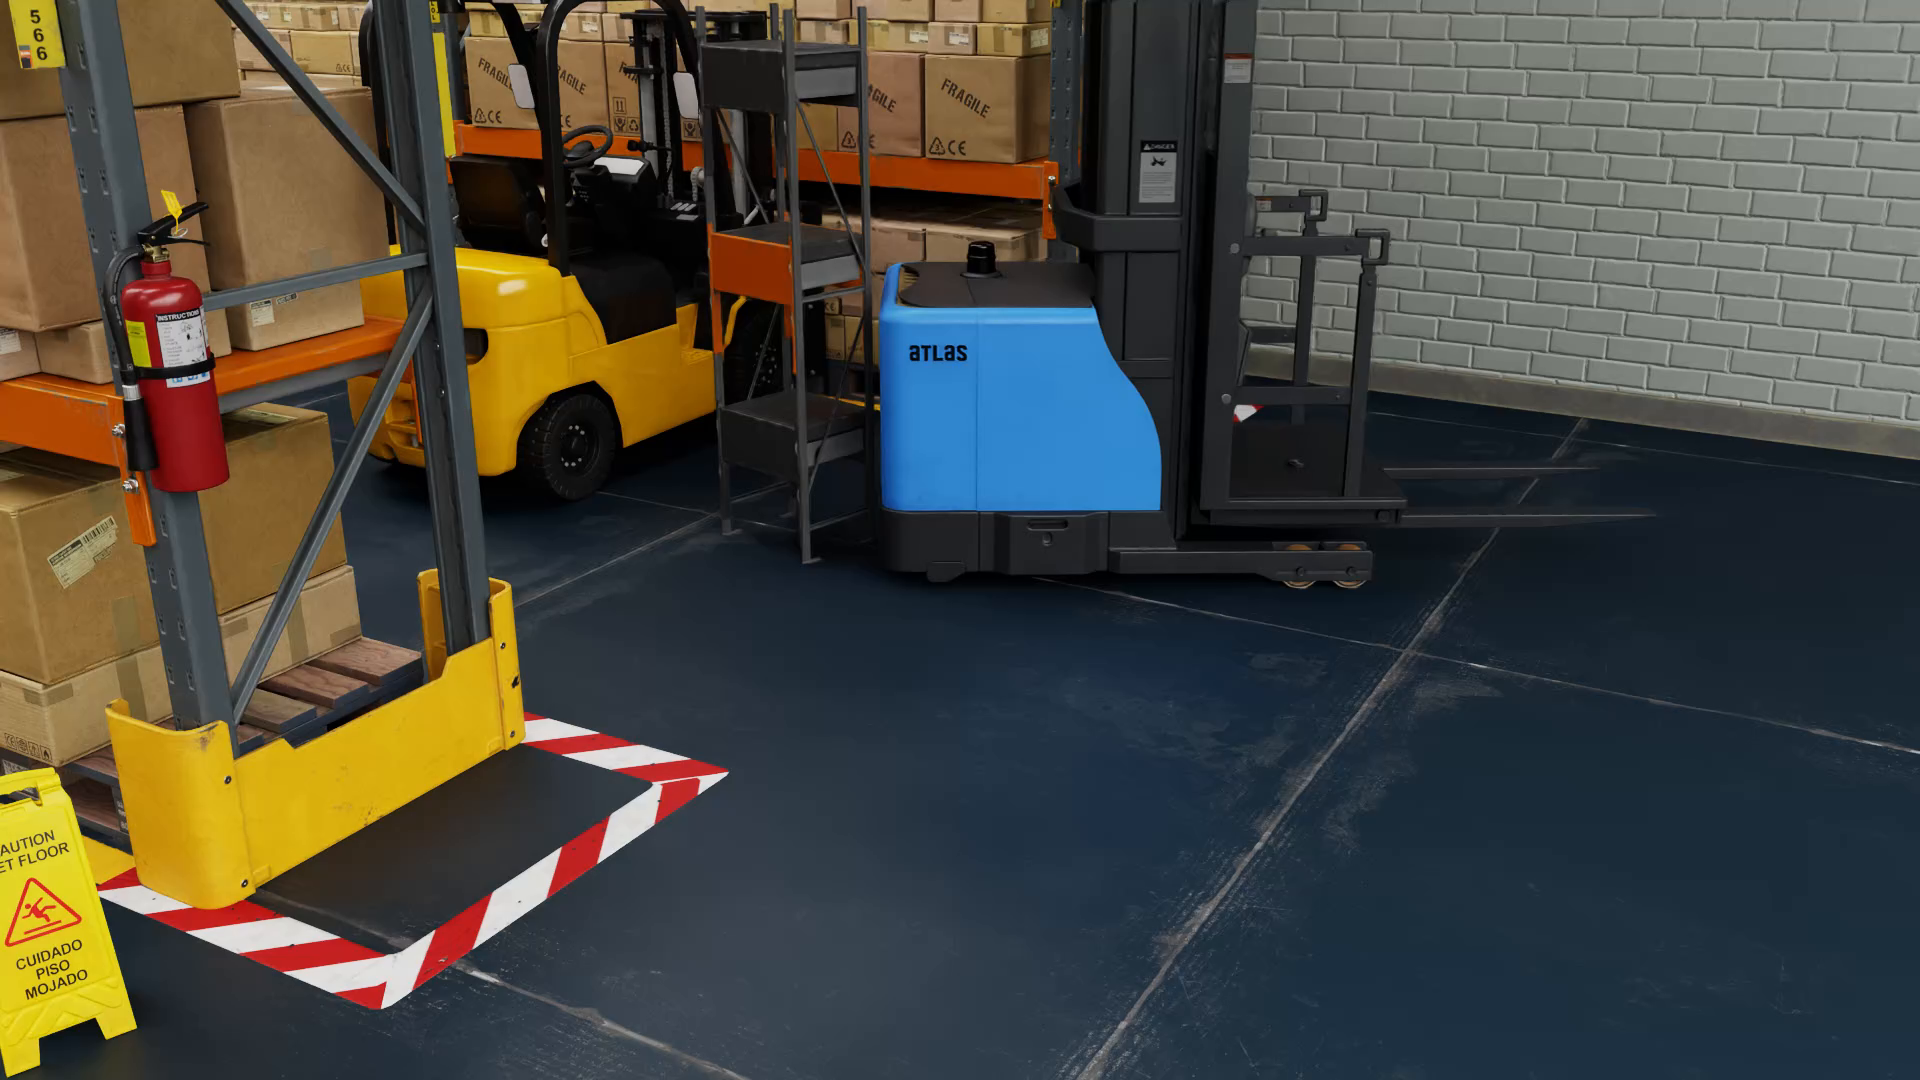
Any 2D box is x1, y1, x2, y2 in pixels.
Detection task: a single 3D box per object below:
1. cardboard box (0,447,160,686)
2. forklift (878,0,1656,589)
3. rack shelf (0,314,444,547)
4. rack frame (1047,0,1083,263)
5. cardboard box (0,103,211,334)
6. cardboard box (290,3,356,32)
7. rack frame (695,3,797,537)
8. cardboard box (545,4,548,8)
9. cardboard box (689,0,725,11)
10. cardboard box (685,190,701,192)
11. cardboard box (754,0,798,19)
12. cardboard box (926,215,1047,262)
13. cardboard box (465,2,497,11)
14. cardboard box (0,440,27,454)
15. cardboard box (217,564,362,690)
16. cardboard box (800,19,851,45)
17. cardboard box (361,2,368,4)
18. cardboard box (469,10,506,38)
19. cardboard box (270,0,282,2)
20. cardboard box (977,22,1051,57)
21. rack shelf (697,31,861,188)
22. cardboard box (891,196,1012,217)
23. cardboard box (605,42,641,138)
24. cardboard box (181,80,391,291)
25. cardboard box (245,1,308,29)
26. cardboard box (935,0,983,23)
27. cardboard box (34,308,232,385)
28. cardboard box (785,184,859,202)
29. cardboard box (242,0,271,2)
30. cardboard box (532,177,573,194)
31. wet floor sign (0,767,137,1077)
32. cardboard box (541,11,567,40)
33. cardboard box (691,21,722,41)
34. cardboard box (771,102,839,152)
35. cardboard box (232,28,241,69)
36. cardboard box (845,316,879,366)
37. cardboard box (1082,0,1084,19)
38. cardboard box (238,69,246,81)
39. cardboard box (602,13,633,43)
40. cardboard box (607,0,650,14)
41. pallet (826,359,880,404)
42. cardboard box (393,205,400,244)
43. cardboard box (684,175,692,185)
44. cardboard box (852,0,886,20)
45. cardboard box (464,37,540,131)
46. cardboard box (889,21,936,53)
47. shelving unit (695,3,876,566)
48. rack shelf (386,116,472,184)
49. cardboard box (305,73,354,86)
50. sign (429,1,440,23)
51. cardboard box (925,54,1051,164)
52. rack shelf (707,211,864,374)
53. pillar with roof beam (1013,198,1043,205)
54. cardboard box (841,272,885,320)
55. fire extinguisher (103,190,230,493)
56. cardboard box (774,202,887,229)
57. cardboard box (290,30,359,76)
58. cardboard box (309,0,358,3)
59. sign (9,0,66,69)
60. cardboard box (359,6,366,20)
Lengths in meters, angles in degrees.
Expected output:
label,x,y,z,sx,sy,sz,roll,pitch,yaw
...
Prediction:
label,x,y,z,sx,sy,sz,roll,pitch,yaw
cardboard box,-2.524,0.042,4.668,0.500,0.500,0.500,11,23,28
forklift,1.199,-1.373,6.352,3.031,2.935,1.130,0,20,-1
rack shelf,-3.443,-0.640,5.285,4.000,0.370,1.077,11,23,27
rack frame,0.721,-2.124,8.321,0.127,3.000,1.000,11,23,27
cardboard box,-2.305,-0.841,4.201,0.500,0.500,0.500,10,22,26
cardboard box,-3.894,-3.230,10.272,0.250,0.149,0.380,10,22,26
rack frame,-0.845,-1.050,6.680,0.015,2.100,0.400,17,26,39
cardboard box,-2.139,-3.083,9.432,0.250,0.149,0.380,10,22,26
cardboard box,-1.248,-2.913,8.962,0.250,0.149,0.380,11,23,28
cardboard box,-1.621,-1.823,9.441,0.500,0.250,0.500,12,23,29
cardboard box,-0.858,-2.795,8.637,0.250,0.149,0.380,11,23,28
cardboard box,0.166,-1.482,8.503,0.500,0.250,0.500,12,23,29
cardboard box,-2.638,-3.139,9.587,0.250,0.149,0.380,11,23,28
cardboard box,-2.877,-0.304,4.671,0.250,0.149,0.380,12,23,29
cardboard box,-2.266,0.233,5.240,0.500,0.250,0.500,11,22,27
cardboard box,-0.620,-2.620,8.591,0.250,0.149,0.380,10,22,26
cardboard box,-3.633,-3.402,10.746,0.250,0.149,0.380,11,22,27
cardboard box,-2.622,-3.010,9.665,0.250,0.149,0.380,10,22,26
cardboard box,-4.531,-3.563,11.190,0.250,0.149,0.380,12,23,29
cardboard box,0.281,-2.450,8.122,0.250,0.149,0.380,11,23,28
rack shelf,-0.665,-1.639,6.291,0.480,0.518,0.431,17,26,39
cardboard box,-0.045,-1.717,9.150,0.500,0.250,0.500,11,23,27
cardboard box,-1.606,-2.519,9.264,0.500,0.500,0.500,11,22,27
cardboard box,-1.975,-0.994,4.623,0.500,0.500,0.500,10,22,26
cardboard box,-4.308,-3.335,10.563,0.250,0.149,0.380,11,23,28
cardboard box,0.075,-2.644,8.222,0.250,0.149,0.380,11,23,27
cardboard box,-2.128,-0.526,4.285,0.250,0.149,0.380,12,23,29
cardboard box,-0.920,-1.891,9.628,0.500,0.250,0.500,10,22,26
cardboard box,-4.723,-3.439,10.850,0.250,0.149,0.380,11,23,27
cardboard box,-2.502,-1.990,9.902,0.500,0.250,0.500,10,22,26
wet floor sign,-2.053,0.811,3.682,0.267,0.644,0.232,-16,26,-38
cardboard box,-2.154,-2.932,9.451,0.250,0.149,0.380,11,23,27
cardboard box,-1.281,-2.747,8.940,0.250,0.149,0.380,10,22,26
cardboard box,-0.733,-2.349,8.794,0.500,0.500,0.500,10,22,26
cardboard box,-4.652,-3.219,10.826,0.500,0.250,0.500,11,23,28
cardboard box,-0.273,-1.098,8.910,0.500,0.250,0.500,11,23,27
cardboard box,0.531,-2.735,8.472,0.250,0.149,0.380,10,22,26
cardboard box,-4.654,-2.982,10.906,0.500,0.250,0.500,12,23,29
cardboard box,-1.746,-2.825,9.156,0.250,0.149,0.380,11,22,27
cardboard box,-1.724,-2.975,9.132,0.250,0.149,0.380,10,22,26
pallet,0.032,-0.928,9.113,1.213,0.211,1.003,11,23,27
cardboard box,-3.233,-1.954,10.718,0.625,0.625,0.875,12,23,30
cardboard box,-1.798,-2.060,10.095,0.500,0.250,0.500,10,22,27
cardboard box,-0.348,-2.743,8.494,0.250,0.149,0.380,11,23,28
cardboard box,-2.512,-2.684,9.720,0.500,0.500,0.500,10,22,26
cardboard box,-0.153,-2.545,8.384,0.250,0.149,0.380,11,23,28
shelving unit,-0.665,-0.993,6.525,0.503,2.100,0.431,17,26,39
rack shelf,-4.518,-2.783,11.195,4.000,0.370,1.077,11,23,27
cardboard box,-3.781,-2.806,10.423,0.500,0.250,0.500,11,22,27
sign,-3.028,-3.133,9.521,0.005,0.325,0.100,11,23,27
cardboard box,0.163,-2.174,8.314,0.500,0.500,0.500,10,22,26
rack shelf,-0.665,-0.981,6.529,0.480,0.518,0.431,17,26,39
pillar with roof beam,-1.547,-4.047,4.824,0.400,9.000,9.100,11,23,27
cardboard box,-0.289,-1.338,8.839,0.500,0.250,0.500,11,22,27
fire extinguisher,-1.822,-0.453,3.828,0.183,0.674,0.296,11,23,27
cardboard box,-0.728,-1.647,8.955,0.500,0.250,0.500,11,23,28
cardboard box,-3.778,-3.042,10.340,0.500,0.250,0.500,10,22,26
cardboard box,-4.061,-3.491,10.992,0.250,0.149,0.380,11,22,27
sign,-1.985,-1.176,3.548,0.005,0.325,0.100,11,23,27
cardboard box,-3.412,-3.169,10.105,0.250,0.149,0.380,10,22,27
